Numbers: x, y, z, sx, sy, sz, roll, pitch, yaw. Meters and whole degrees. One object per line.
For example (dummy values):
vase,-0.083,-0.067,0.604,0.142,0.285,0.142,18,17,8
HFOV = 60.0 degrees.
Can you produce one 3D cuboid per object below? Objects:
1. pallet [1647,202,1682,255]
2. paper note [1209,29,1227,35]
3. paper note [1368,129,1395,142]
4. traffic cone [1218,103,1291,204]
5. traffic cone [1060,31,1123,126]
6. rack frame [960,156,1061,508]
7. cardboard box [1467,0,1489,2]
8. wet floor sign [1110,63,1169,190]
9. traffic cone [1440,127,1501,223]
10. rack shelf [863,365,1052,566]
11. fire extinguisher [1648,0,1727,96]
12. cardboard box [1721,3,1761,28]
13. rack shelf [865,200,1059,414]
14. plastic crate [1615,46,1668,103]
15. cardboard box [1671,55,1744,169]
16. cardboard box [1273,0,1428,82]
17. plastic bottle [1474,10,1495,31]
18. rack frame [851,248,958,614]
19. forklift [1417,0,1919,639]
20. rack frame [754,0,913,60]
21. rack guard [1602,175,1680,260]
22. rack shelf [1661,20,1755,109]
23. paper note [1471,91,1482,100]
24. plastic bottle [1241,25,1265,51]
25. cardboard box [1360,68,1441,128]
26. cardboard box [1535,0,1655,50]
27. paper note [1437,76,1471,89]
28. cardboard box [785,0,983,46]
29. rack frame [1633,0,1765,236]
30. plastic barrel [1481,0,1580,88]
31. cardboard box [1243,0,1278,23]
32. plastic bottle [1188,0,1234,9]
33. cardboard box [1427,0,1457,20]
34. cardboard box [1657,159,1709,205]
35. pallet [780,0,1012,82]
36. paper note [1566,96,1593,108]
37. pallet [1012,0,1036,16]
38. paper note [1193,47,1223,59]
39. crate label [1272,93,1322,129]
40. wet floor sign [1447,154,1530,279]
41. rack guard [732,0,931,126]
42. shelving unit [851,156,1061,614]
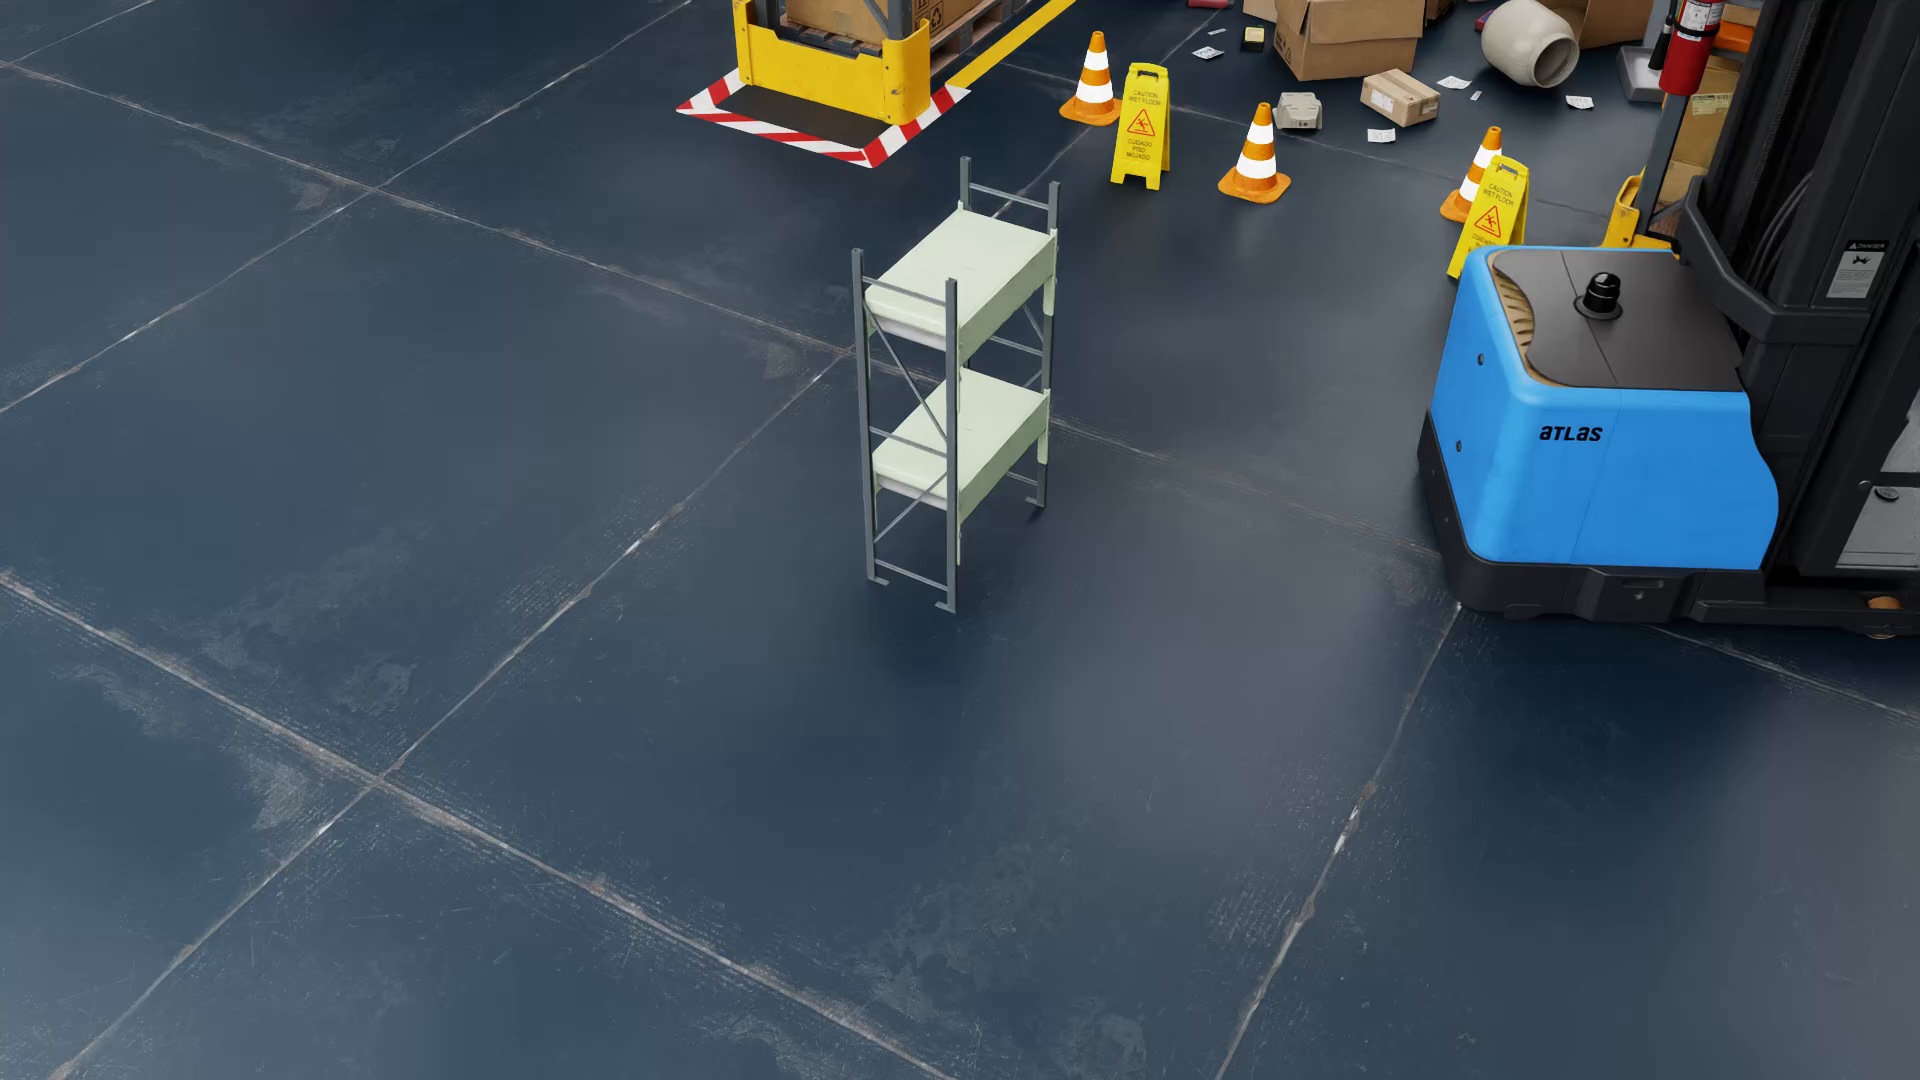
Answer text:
pallet,4.085,-1.632,8.444,1.003,0.211,1.213,21,45,22
paper note,1.598,-3.157,10.328,0.123,0.001,0.032,-21,45,-22
paper note,2.360,-2.267,9.301,0.148,0.019,0.142,7,42,8
traffic cone,1.577,-2.075,8.757,0.336,0.463,0.334,21,45,22
traffic cone,0.769,-2.644,9.402,0.336,0.463,0.334,21,45,22
rack frame,0.180,-0.768,6.488,0.400,1.500,0.023,21,45,22
cardboard box,3.346,-3.689,10.738,0.258,0.266,0.396,-7,42,-7
wet floor sign,0.973,-2.207,8.767,0.267,0.644,0.232,14,43,15
traffic cone,2.708,-1.903,8.561,0.336,0.463,0.334,21,45,22
rack shelf,-0.003,-0.314,6.465,0.431,0.370,0.720,21,45,22
fire extinguisher,3.154,-2.240,7.083,0.296,0.674,0.183,21,45,22
cardboard box,3.612,-2.373,7.365,0.380,0.149,0.250,22,46,23
rack shelf,-0.003,-0.852,5.992,0.431,0.370,0.720,21,45,22
plastic crate,4.116,-2.748,9.810,0.402,0.080,0.583,7,42,8
cardboard box,3.785,-2.134,8.099,0.500,0.500,0.500,21,46,22
cardboard box,2.297,-3.088,9.876,0.797,0.503,0.637,-7,42,-7
plastic bottle,3.342,-3.250,10.394,0.133,0.061,0.283,29,49,29
rack frame,-0.186,-0.350,6.012,0.400,1.500,0.023,21,45,22
forklift,3.430,-1.080,5.758,3.031,2.935,1.130,2,41,2
rack frame,-0.726,-3.762,8.752,1.000,3.000,0.127,21,45,22
rack guard,3.648,-1.288,7.834,1.175,0.500,0.348,21,45,22
rack shelf,4.611,-3.057,8.496,1.077,0.370,4.000,21,45,22
paper note,3.006,-2.589,9.682,0.032,0.001,0.123,21,45,22
plastic bottle,1.803,-3.093,10.216,0.133,0.061,0.283,7,42,8
cardboard box,2.517,-2.530,9.510,0.250,0.149,0.380,-21,45,-22
cardboard box,3.897,-3.371,10.198,0.500,0.500,0.500,-14,43,-15
paper note,2.914,-2.699,9.801,0.142,0.019,0.148,-29,49,-29
cardboard box,-0.444,-3.532,9.781,0.875,0.875,0.875,21,46,22
rack frame,3.610,-2.182,6.958,1.000,3.000,0.127,21,45,22
plastic barrel,3.333,-2.898,9.721,0.421,0.421,0.512,-14,43,-15
cardboard box,2.010,-3.432,10.446,0.396,0.266,0.258,29,49,29
plastic bottle,1.606,-3.447,10.618,0.283,0.061,0.133,7,42,8
cardboard box,2.758,-3.677,10.441,0.797,0.637,0.503,21,45,22
cardboard box,3.793,-1.873,8.370,0.500,0.250,0.500,21,45,22
pallet,-0.394,-3.198,10.222,1.003,0.211,1.213,21,45,22
paper note,3.583,-2.537,9.607,0.142,0.019,0.148,7,42,8
pallet,0.217,-3.894,11.012,1.003,0.211,1.213,21,45,22
paper note,1.507,-2.959,10.088,0.142,0.017,0.144,-29,49,-29
crate label,1.917,-2.424,9.398,0.250,0.136,0.298,0,41,0
wet floor sign,2.588,-1.544,8.015,0.232,0.644,0.267,-29,49,-29
rack guard,-0.738,-2.810,9.562,1.175,0.500,0.348,21,45,22
shelving unit,-0.003,-0.559,6.250,0.431,1.500,0.755,21,45,22
